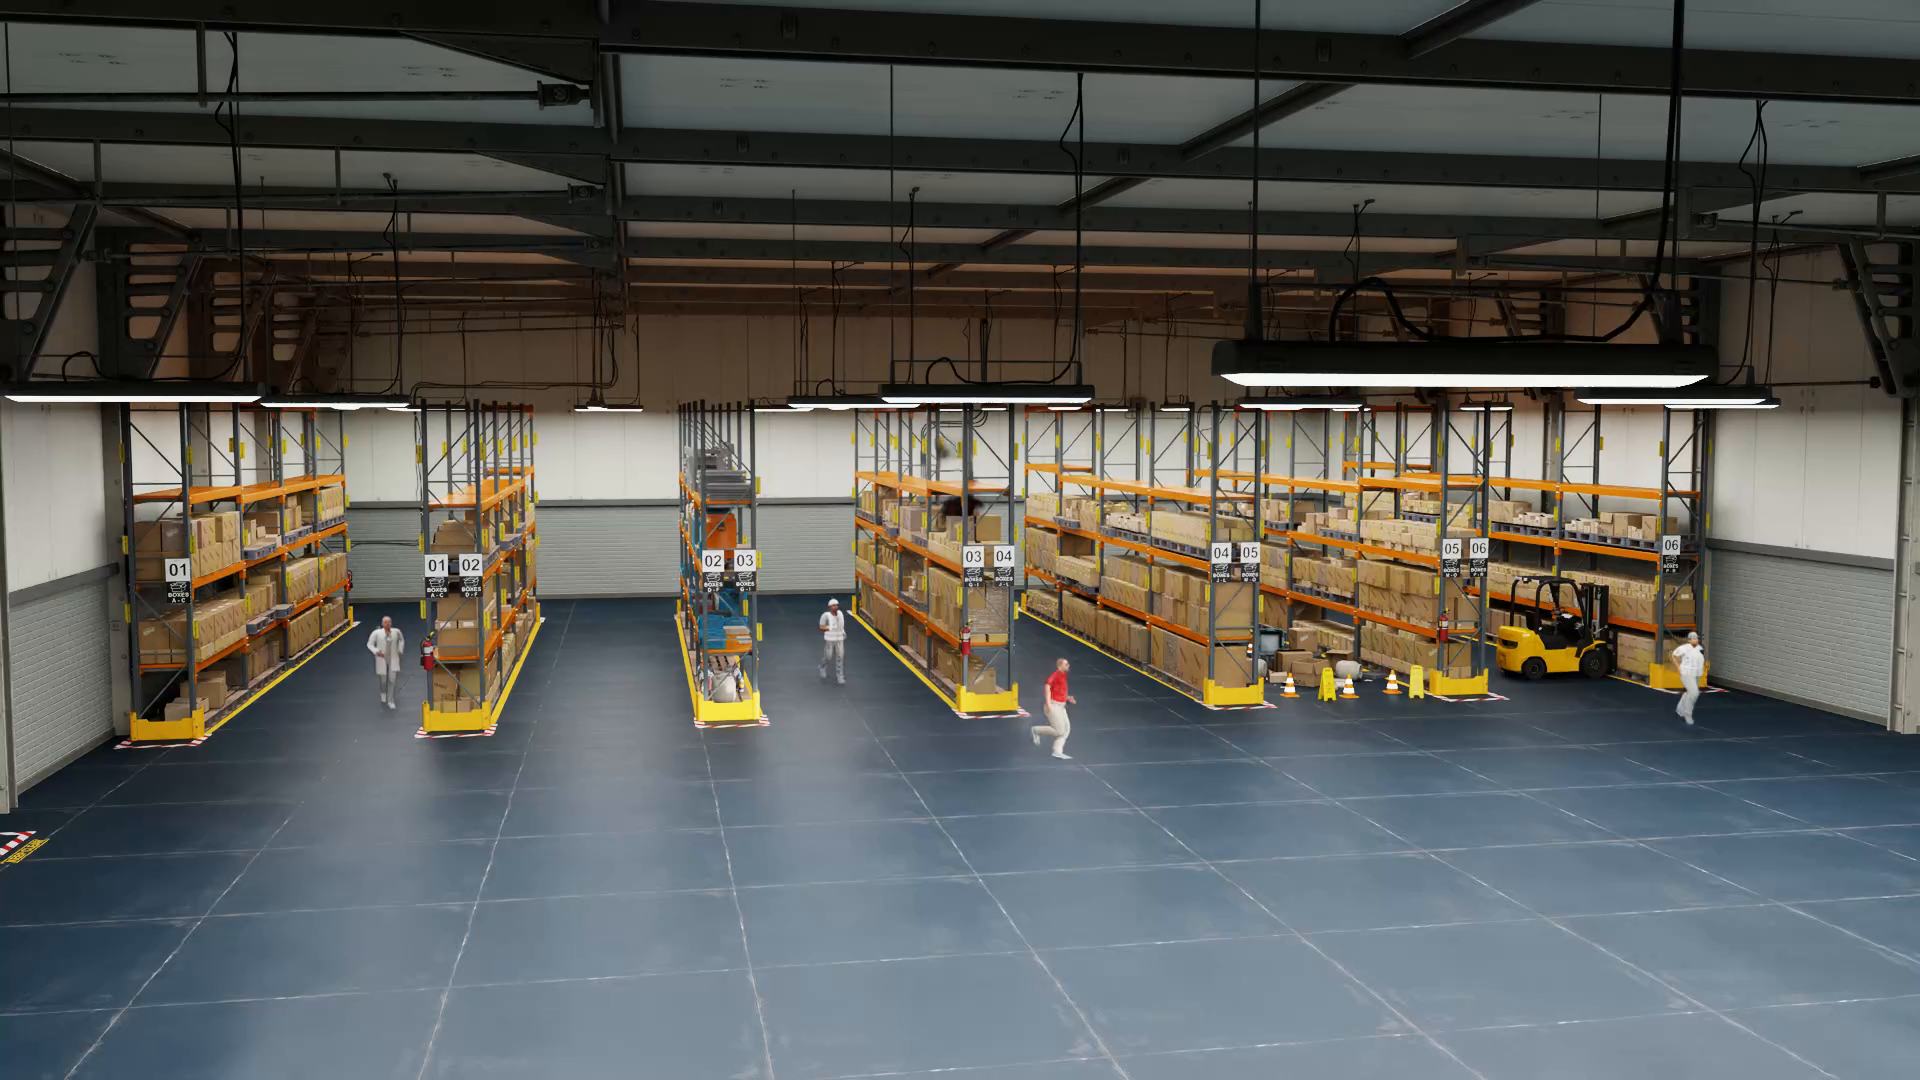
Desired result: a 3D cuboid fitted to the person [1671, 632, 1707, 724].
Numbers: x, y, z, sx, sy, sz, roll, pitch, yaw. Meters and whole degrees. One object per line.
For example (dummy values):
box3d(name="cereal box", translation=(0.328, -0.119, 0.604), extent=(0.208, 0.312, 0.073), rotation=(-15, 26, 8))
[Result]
box3d(name="person", translation=(13.653, 2.562, 31.060), extent=(0.585, 1.716, 0.711), rotation=(-1, 5, -19))

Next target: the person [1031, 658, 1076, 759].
box3d(name="person", translation=(1.560, 2.815, 27.756), extent=(0.719, 1.692, 0.696), rotation=(1, 4, 16))

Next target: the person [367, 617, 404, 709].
box3d(name="person", translation=(-11.242, 2.382, 32.612), extent=(0.712, 1.776, 0.955), rotation=(-2, 5, -25))

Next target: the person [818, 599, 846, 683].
box3d(name="person", translation=(-2.712, 2.135, 35.450), extent=(0.703, 1.767, 0.943), rotation=(-3, 5, -33))
